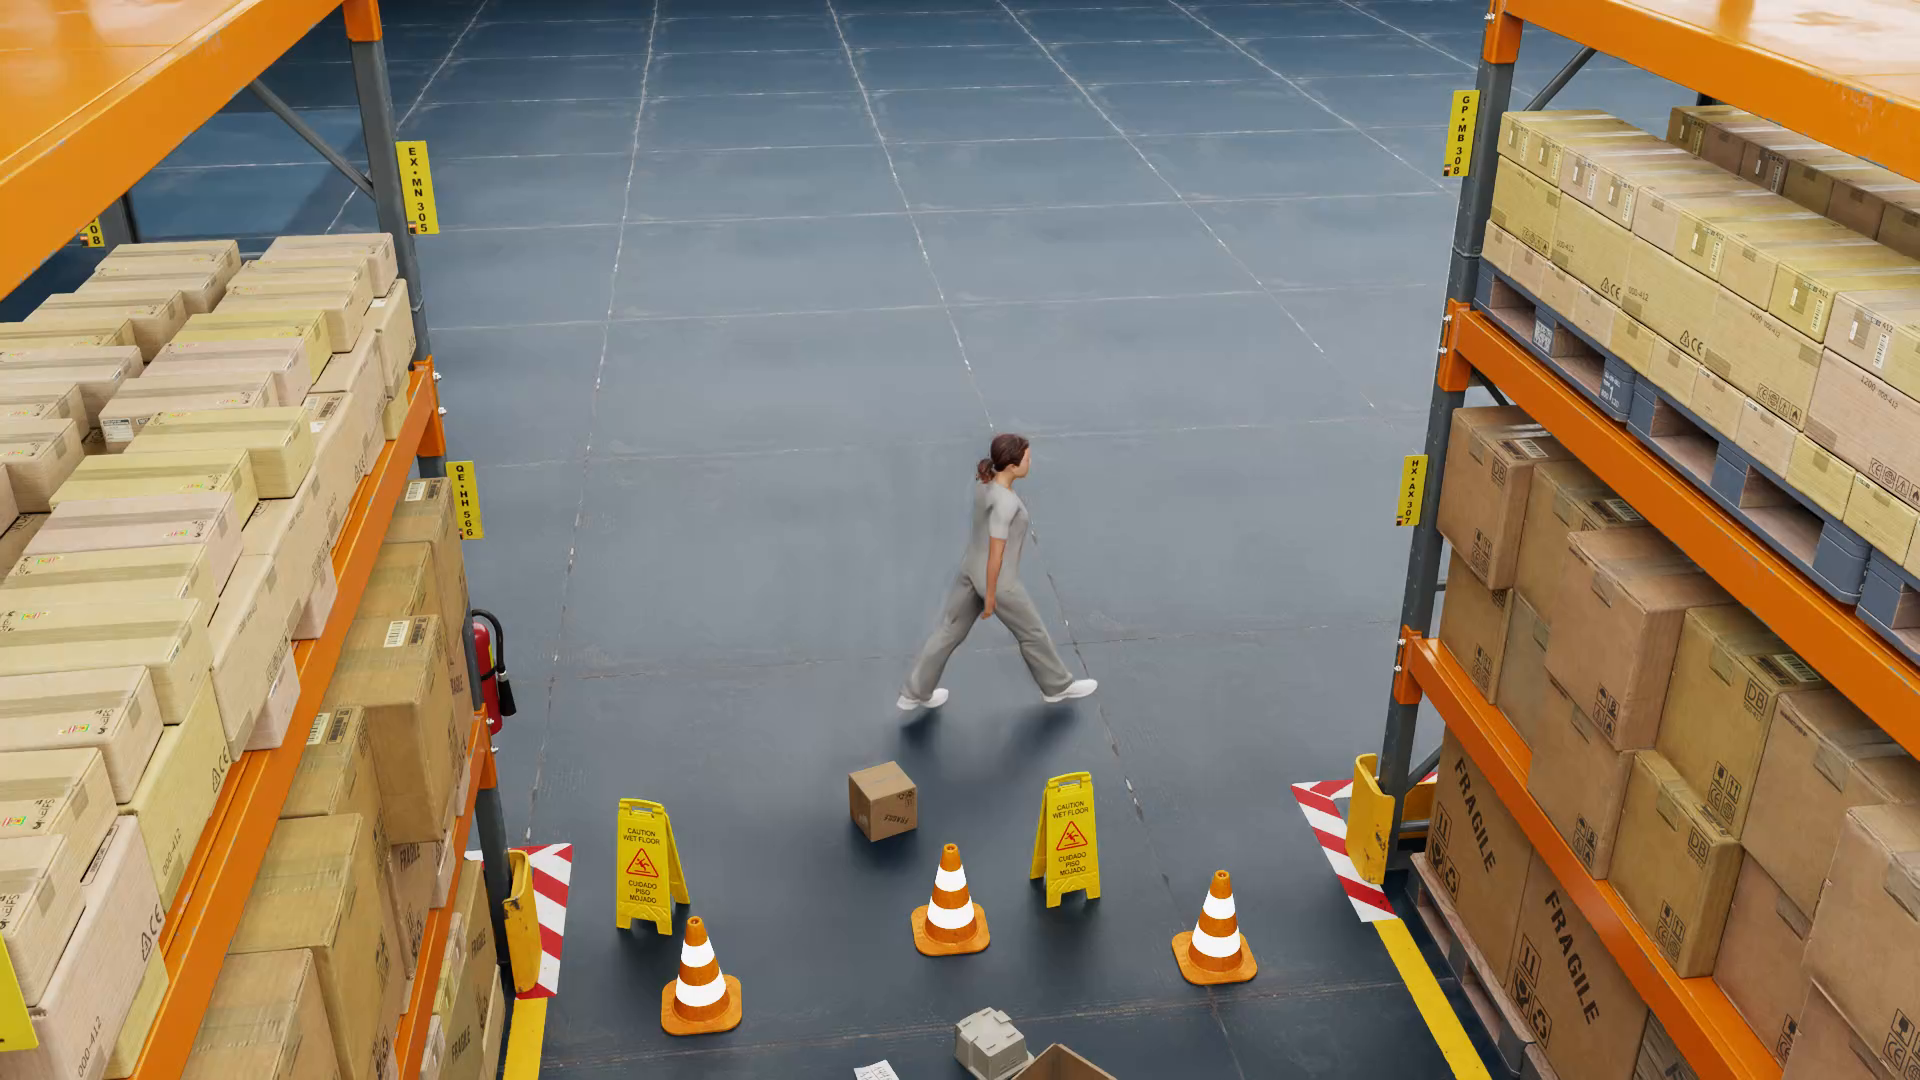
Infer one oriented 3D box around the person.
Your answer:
[{"bbox_3d":[0.185,0.185,8.793,1.097,1.578,0.448,-10,29,-19],"label":"person"}]
